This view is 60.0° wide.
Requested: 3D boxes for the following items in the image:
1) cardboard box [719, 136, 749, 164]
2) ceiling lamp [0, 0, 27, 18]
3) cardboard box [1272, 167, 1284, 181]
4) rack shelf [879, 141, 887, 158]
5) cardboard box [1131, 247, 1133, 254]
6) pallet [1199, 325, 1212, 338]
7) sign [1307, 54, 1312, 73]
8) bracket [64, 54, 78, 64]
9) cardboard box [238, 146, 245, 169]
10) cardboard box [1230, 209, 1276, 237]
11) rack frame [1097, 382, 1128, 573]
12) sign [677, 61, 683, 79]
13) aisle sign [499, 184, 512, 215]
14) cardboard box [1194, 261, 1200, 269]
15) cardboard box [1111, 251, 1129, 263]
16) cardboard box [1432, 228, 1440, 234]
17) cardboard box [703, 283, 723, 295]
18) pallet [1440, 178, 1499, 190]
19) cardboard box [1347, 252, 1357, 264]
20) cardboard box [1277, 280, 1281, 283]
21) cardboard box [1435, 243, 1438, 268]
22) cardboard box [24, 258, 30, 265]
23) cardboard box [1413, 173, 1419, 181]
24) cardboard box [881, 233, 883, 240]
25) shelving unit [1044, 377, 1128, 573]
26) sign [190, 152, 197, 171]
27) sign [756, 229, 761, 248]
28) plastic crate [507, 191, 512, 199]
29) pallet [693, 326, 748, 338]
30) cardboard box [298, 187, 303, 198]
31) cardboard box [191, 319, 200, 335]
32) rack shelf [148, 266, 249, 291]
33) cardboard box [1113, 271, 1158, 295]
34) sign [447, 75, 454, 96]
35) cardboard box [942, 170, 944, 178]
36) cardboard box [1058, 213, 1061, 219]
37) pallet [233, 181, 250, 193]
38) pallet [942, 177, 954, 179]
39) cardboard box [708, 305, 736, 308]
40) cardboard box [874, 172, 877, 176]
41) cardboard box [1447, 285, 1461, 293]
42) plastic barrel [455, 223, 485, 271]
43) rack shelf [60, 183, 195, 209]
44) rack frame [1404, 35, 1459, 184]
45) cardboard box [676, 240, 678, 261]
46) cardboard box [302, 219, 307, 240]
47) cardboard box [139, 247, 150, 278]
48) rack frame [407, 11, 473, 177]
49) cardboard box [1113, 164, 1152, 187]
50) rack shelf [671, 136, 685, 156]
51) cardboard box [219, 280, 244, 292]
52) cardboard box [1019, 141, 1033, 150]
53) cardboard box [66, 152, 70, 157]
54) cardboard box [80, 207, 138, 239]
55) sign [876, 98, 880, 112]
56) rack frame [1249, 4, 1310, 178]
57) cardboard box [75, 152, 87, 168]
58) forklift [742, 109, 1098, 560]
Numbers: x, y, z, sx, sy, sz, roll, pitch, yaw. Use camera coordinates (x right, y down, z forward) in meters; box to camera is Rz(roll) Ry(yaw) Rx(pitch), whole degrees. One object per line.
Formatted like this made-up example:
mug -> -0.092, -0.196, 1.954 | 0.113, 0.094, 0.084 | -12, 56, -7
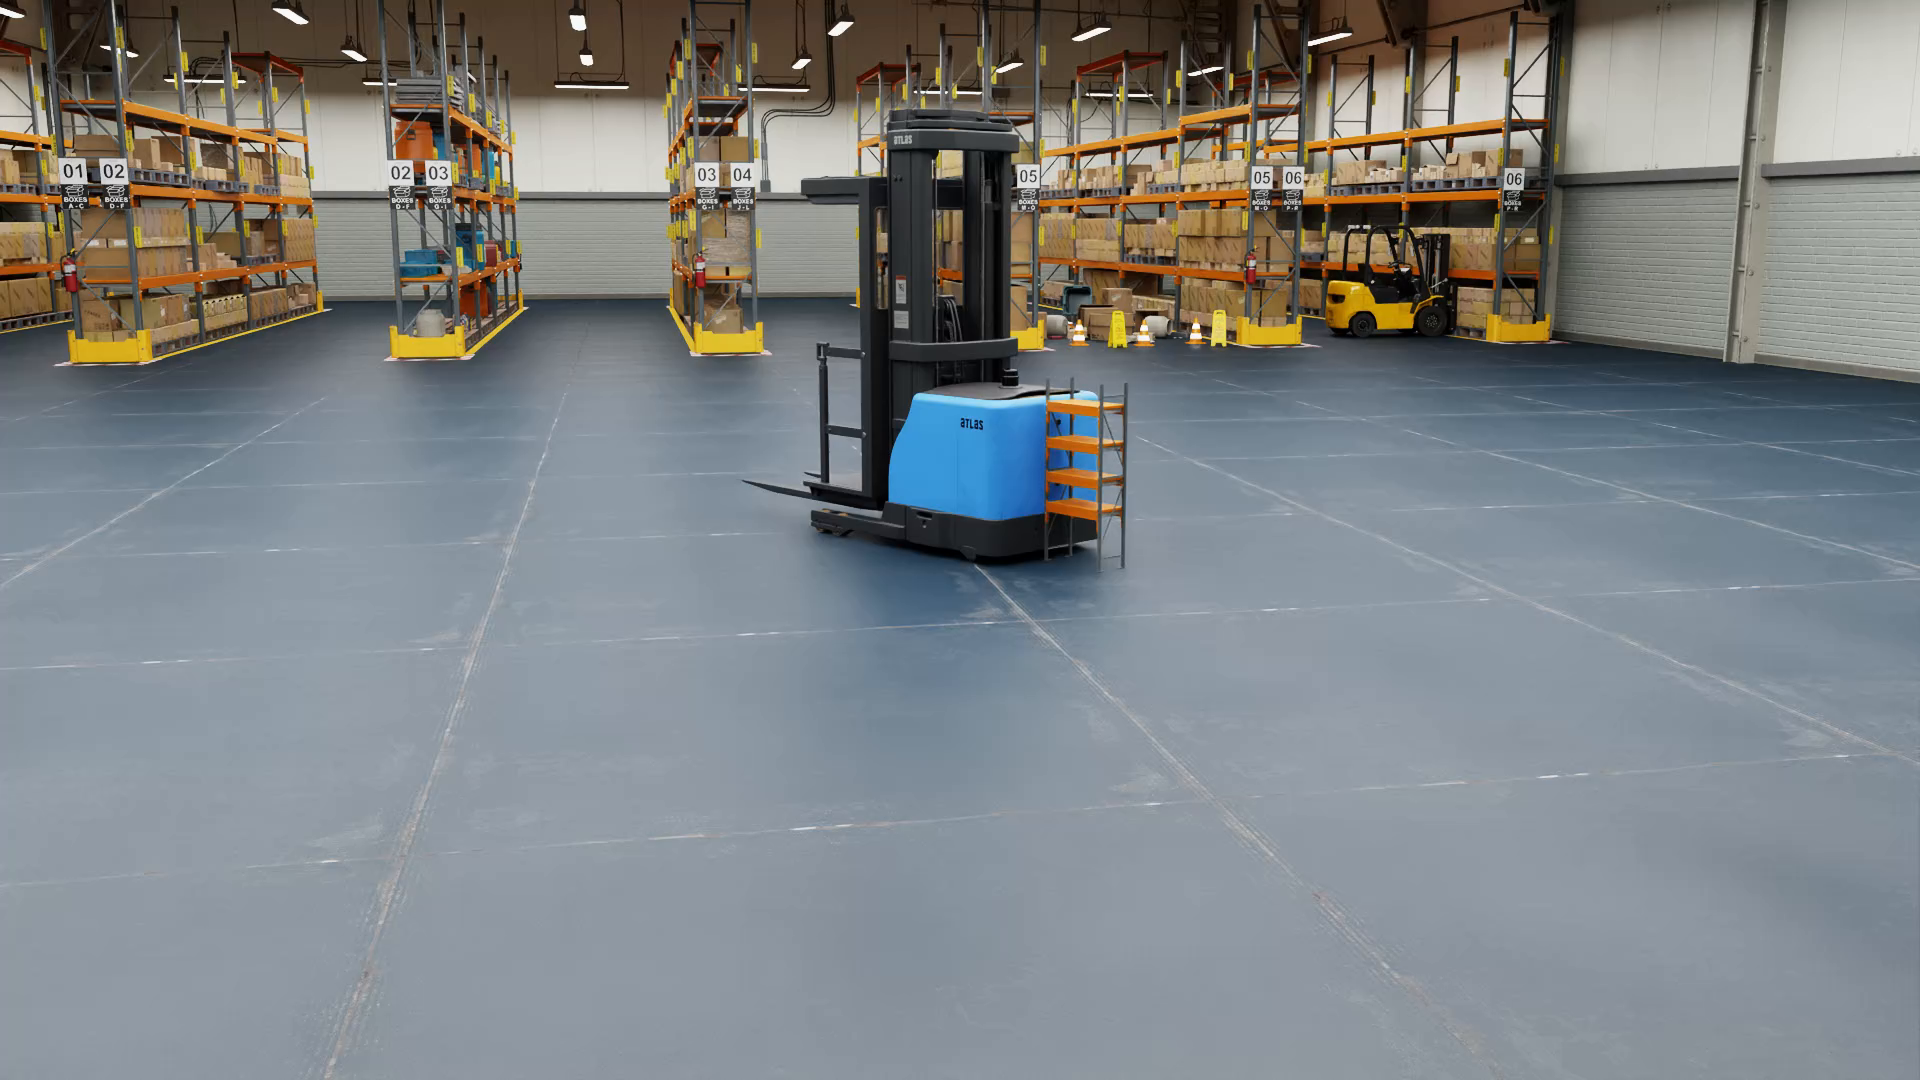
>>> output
cardboard box -> -4.020, -6.923, 29.627 | 0.500, 0.500, 0.500 | -2, 11, -11
ceiling lamp -> -16.571, -10.812, 28.824 | 0.800, 3.185, 2.000 | -2, 11, -11
cardboard box -> 5.889, -6.735, 30.643 | 0.500, 0.250, 0.500 | -2, 11, -12
rack shelf -> -1.056, -9.120, 38.539 | 1.077, 0.370, 4.000 | -2, 11, -11
cardboard box -> 4.072, -6.518, 37.468 | 0.380, 0.149, 0.250 | -3, 11, -15
pallet -> 5.353, -4.105, 32.699 | 1.003, 0.211, 1.213 | -2, 11, -11
sign -> 6.257, -8.552, 29.850 | 0.100, 0.325, 0.005 | -2, 11, -11
bracket -> -22.629, -12.237, 42.294 | 0.235, 0.232, 0.430 | -2, 11, -11
cardboard box -> -15.547, -8.116, 35.350 | 0.500, 0.500, 0.500 | -2, 11, -11
cardboard box -> 5.411, -5.859, 30.722 | 0.700, 0.500, 0.500 | -2, 11, -12
rack frame -> 0.969, -0.395, 10.564 | 0.240, 1.200, 0.015 | -9, 14, -40
sign -> -5.317, -8.923, 31.589 | 0.100, 0.325, 0.005 | -2, 11, -11
aisle sign -> -11.693, -8.782, 42.862 | 0.394, 0.787, 0.004 | -2, 11, -11
cardboard box -> 4.889, -5.489, 33.187 | 0.380, 0.149, 0.250 | -2, 11, -9
cardboard box -> 3.816, -6.564, 38.563 | 0.500, 0.250, 0.500 | -3, 11, -13
cardboard box -> 9.810, -6.258, 33.756 | 0.380, 0.149, 0.250 | -2, 11, -12
cardboard box -> -5.279, -5.332, 35.191 | 0.500, 0.250, 0.500 | -1, 11, -5
pallet -> 10.240, -7.053, 32.946 | 1.003, 0.211, 1.213 | -2, 11, -11
cardboard box -> 9.084, -6.385, 37.622 | 0.500, 0.250, 0.500 | -2, 11, -13
cardboard box -> 8.259, -6.596, 42.158 | 0.380, 0.149, 0.250 | -3, 11, -14
cardboard box -> 9.863, -5.773, 33.735 | 0.500, 0.500, 0.500 | -2, 11, -12
cardboard box -> -20.393, -6.034, 35.994 | 0.380, 0.149, 0.250 | -2, 11, -11
cardboard box -> 9.605, -7.514, 34.413 | 0.380, 0.149, 0.250 | -2, 11, -10
cardboard box -> -1.666, -7.232, 39.627 | 0.380, 0.149, 0.250 | -2, 11, -12
shelving unit -> 0.810, -0.430, 10.746 | 0.258, 1.200, 0.503 | -9, 14, -40
sign -> -13.947, -6.888, 30.245 | 0.100, 0.325, 0.005 | -2, 11, -11
sign -> -3.464, -5.172, 28.532 | 0.100, 0.325, 0.005 | -2, 11, -11
plastic crate -> -11.494, -8.680, 41.824 | 0.450, 0.188, 0.336 | -2, 11, -11
pallet -> -4.608, -3.969, 31.984 | 1.003, 0.211, 1.213 | -2, 11, -11
cardboard box -> -16.270, -8.434, 40.363 | 0.500, 0.250, 0.500 | -2, 11, -11
cardboard box -> -14.187, -3.879, 30.287 | 0.500, 0.250, 0.500 | -2, 11, -11
rack shelf -> -14.881, -5.114, 32.469 | 1.077, 0.370, 4.000 | -2, 11, -11
cardboard box -> 4.116, -5.847, 38.952 | 0.875, 0.875, 0.875 | -2, 11, -12
sign -> -8.314, -7.410, 27.122 | 0.100, 0.325, 0.005 | -2, 11, -11
cardboard box -> -0.152, -7.149, 32.492 | 0.380, 0.149, 0.250 | -2, 11, -12
cardboard box -> 2.770, -8.473, 43.516 | 0.380, 0.149, 0.250 | -2, 11, -11
pallet -> -15.050, -7.094, 33.429 | 1.213, 0.211, 1.003 | -2, 11, -8
pallet -> 0.260, -6.902, 32.151 | 1.003, 0.211, 1.213 | -2, 11, -11
cardboard box -> -4.354, -4.044, 30.485 | 0.500, 0.500, 0.500 | -1, 11, -6
cardboard box -> -1.924, -9.070, 41.301 | 0.380, 0.149, 0.250 | -2, 11, -11
cardboard box -> 9.894, -4.967, 33.328 | 0.500, 0.250, 0.500 | -2, 11, -12
plastic barrel -> -9.410, -5.609, 31.800 | 0.600, 0.901, 0.708 | -2, 11, -11
rack shelf -> -14.103, -5.854, 28.334 | 1.077, 0.370, 4.000 | -2, 11, -11
rack frame -> 9.815, -8.949, 34.648 | 1.000, 3.000, 0.127 | -2, 11, -11
cardboard box -> -6.485, -6.883, 39.572 | 0.500, 0.500, 0.500 | -2, 11, -11
cardboard box -> -16.265, -7.583, 40.573 | 0.500, 0.500, 0.500 | -2, 11, -9
cardboard box -> -13.899, -4.599, 27.568 | 0.700, 0.500, 0.500 | -2, 11, -10
rack frame -> -9.632, -8.227, 30.856 | 1.000, 3.000, 0.127 | -2, 11, -11
cardboard box -> 3.948, -8.349, 38.116 | 0.797, 0.503, 0.637 | -3, 11, -15
rack shelf -> -5.941, -8.958, 37.689 | 1.077, 0.370, 4.000 | -2, 11, -11
cardboard box -> -15.900, -5.552, 36.346 | 0.500, 0.250, 0.500 | -2, 11, -12
cardboard box -> 1.136, -6.959, 29.361 | 0.380, 0.149, 0.250 | -2, 11, -10
cardboard box -> -20.977, -8.736, 38.557 | 0.500, 0.500, 0.500 | -2, 11, -11
cardboard box -> -13.802, -5.150, 26.992 | 0.700, 0.500, 0.500 | -2, 11, -11
sign -> -1.981, -10.518, 40.181 | 0.100, 0.325, 0.005 | -2, 11, -11
rack frame -> 5.725, -8.034, 29.841 | 1.000, 3.000, 0.127 | -2, 11, -11
cardboard box -> -14.196, -6.244, 27.360 | 0.500, 0.250, 0.500 | -2, 11, -11
forklift -> -0.426, -1.525, 11.870 | 1.130, 2.935, 3.031 | -10, 15, -42
